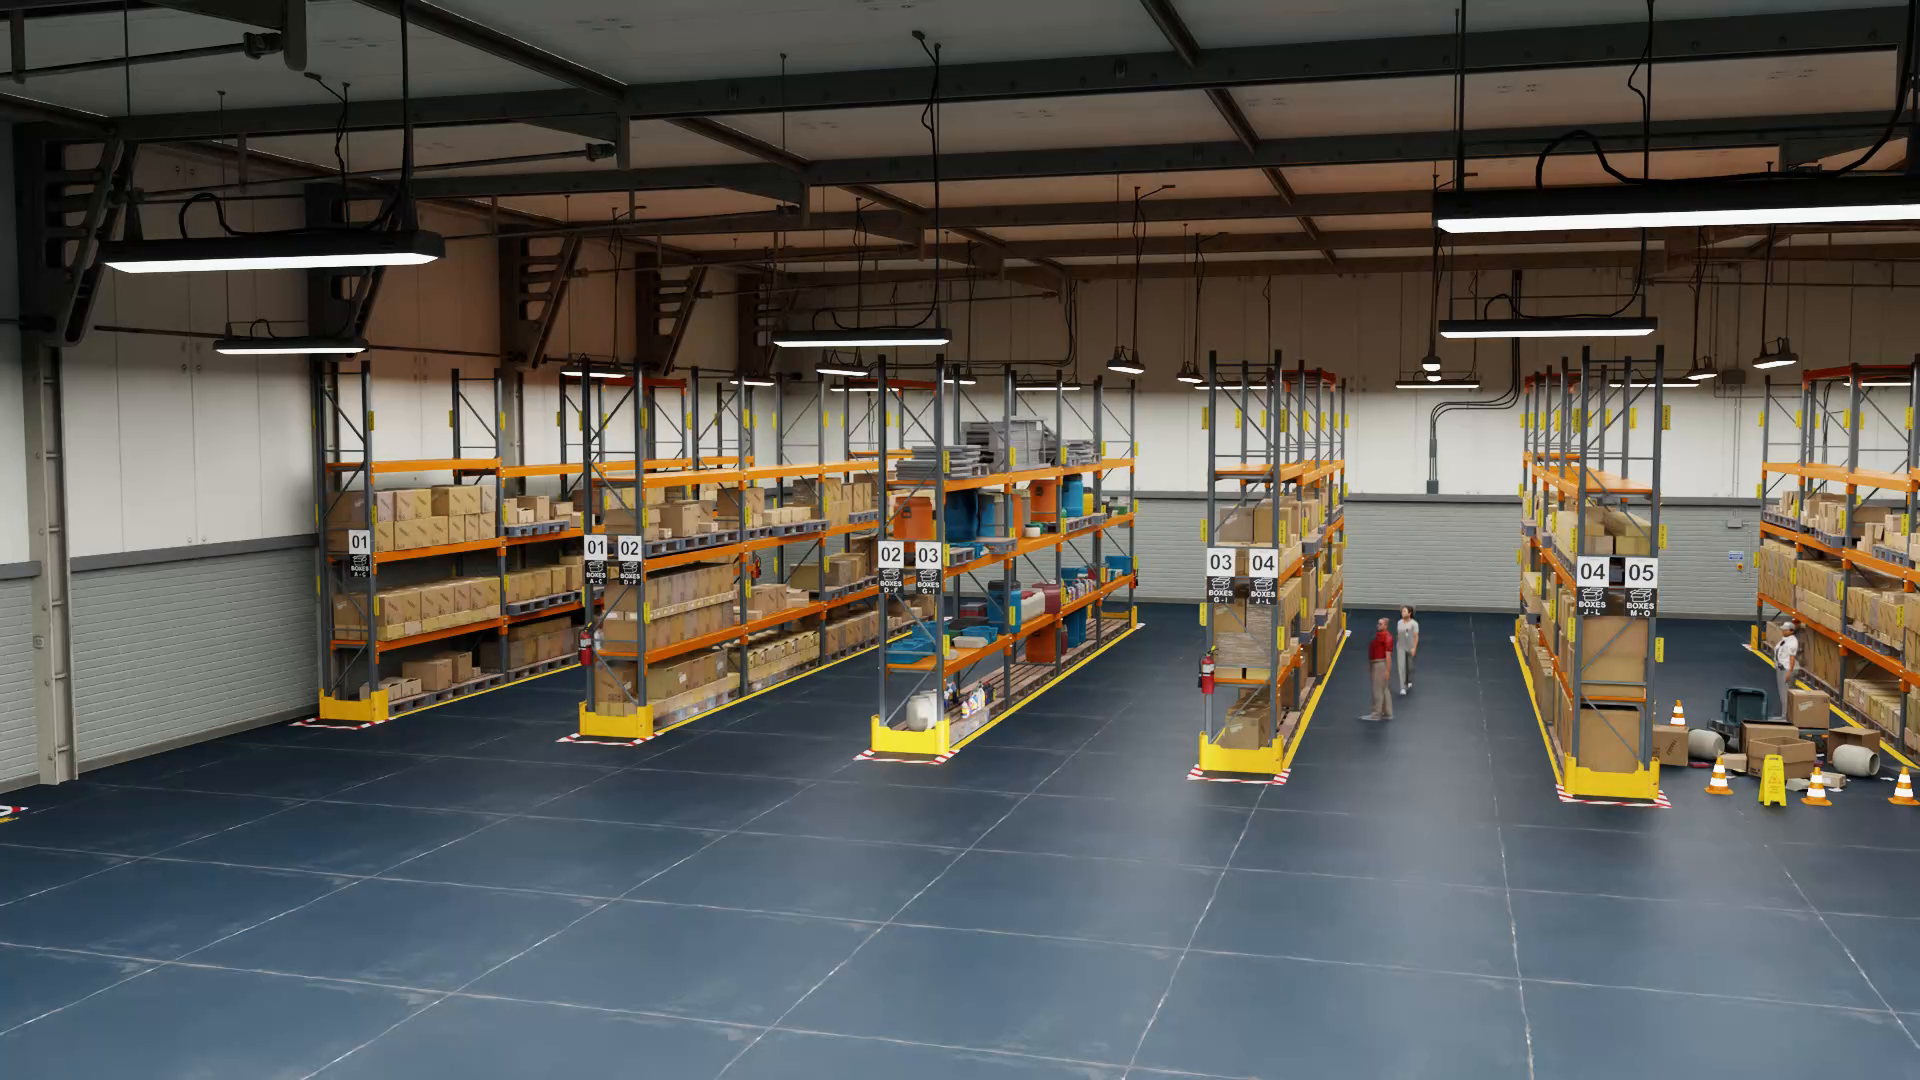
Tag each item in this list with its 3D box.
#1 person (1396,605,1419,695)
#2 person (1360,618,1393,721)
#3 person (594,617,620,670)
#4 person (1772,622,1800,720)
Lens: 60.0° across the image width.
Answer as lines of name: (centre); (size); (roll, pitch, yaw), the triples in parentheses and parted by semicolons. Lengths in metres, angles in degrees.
person: (8.227, 2.009, 30.597); (0.408, 1.621, 1.064); (1, 4, 13)
person: (6.995, 2.152, 27.859); (0.529, 1.715, 0.547); (1, 4, 14)
person: (-6.179, 2.128, 29.335); (0.604, 1.584, 0.598); (-3, 5, -40)
person: (13.807, 2.197, 27.765); (0.421, 1.673, 0.515); (3, 5, 40)
